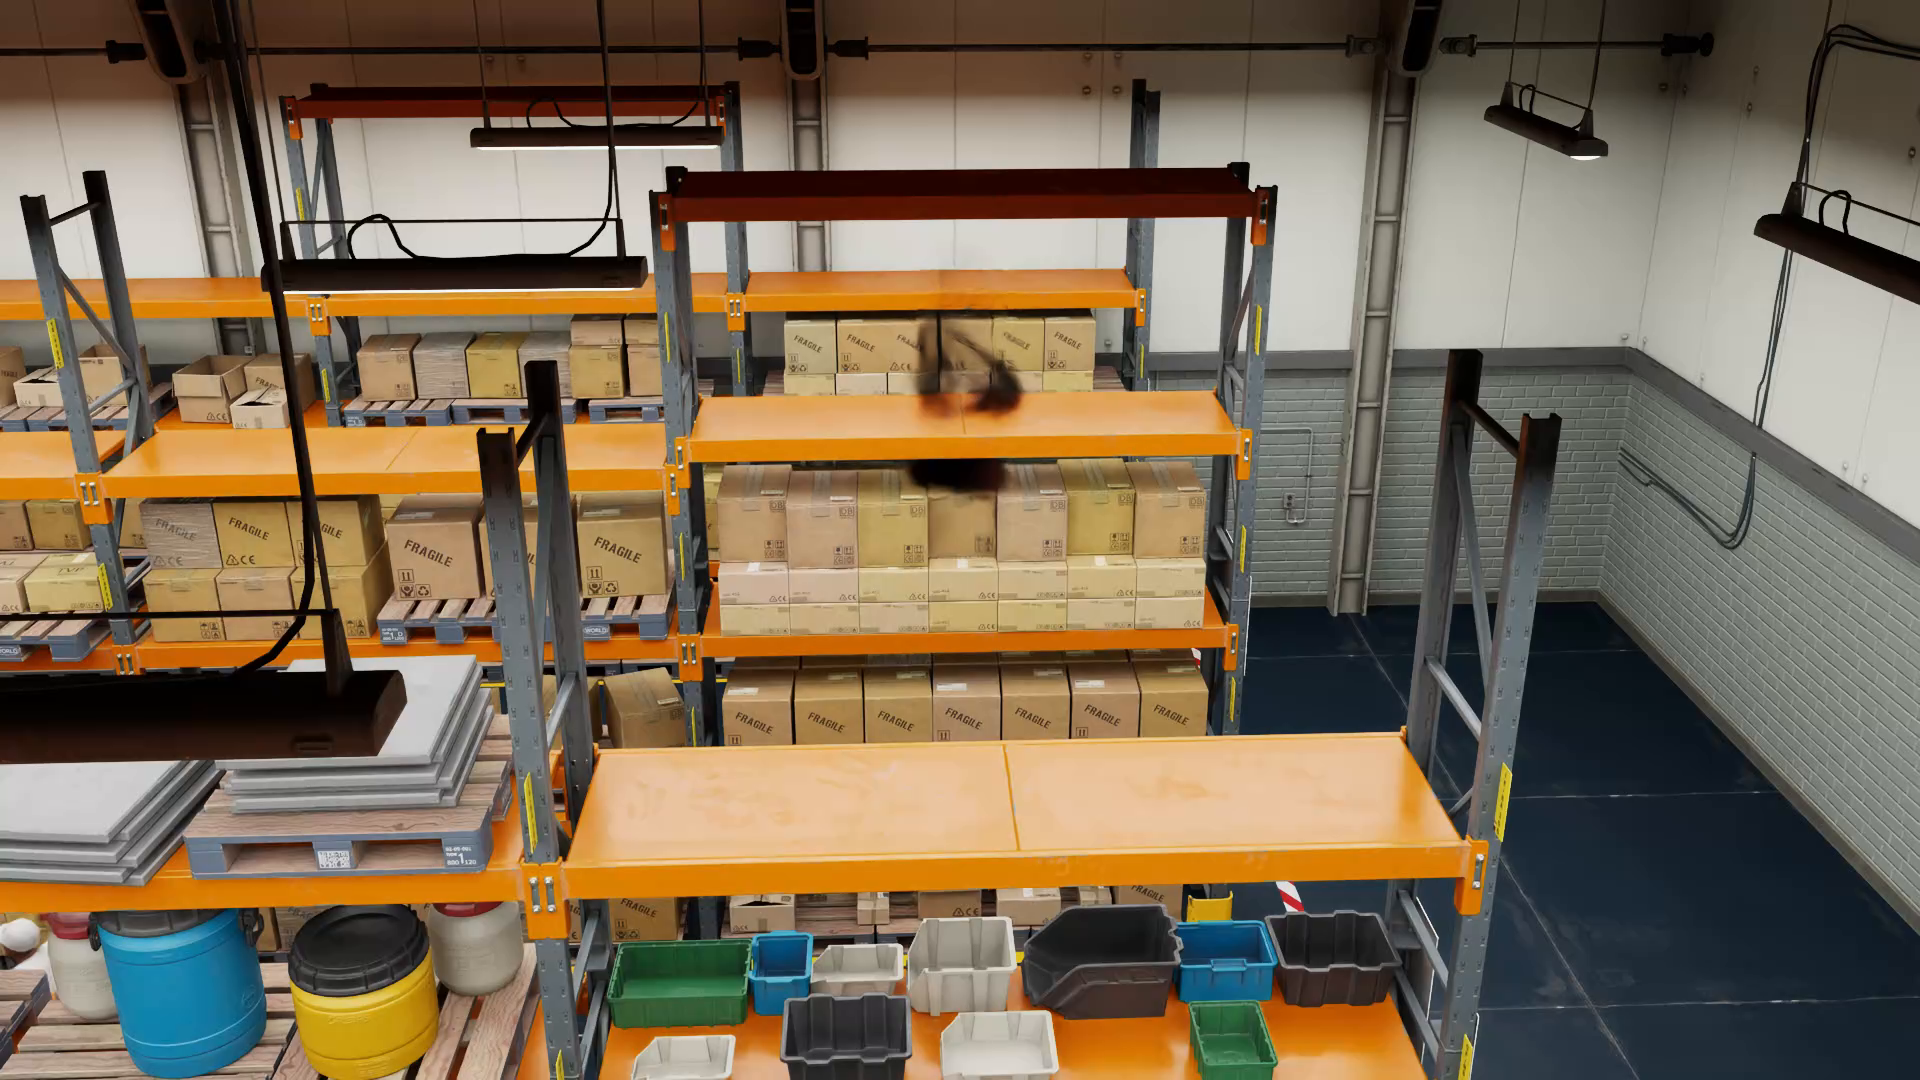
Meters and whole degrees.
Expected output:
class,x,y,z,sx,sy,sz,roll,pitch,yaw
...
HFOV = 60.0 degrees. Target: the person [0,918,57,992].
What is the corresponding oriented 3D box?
class,x,y,z,sx,sy,sz,roll,pitch,yaw
person,-6.017,3.213,10.985,0.561,1.734,0.808,-1,22,-2
